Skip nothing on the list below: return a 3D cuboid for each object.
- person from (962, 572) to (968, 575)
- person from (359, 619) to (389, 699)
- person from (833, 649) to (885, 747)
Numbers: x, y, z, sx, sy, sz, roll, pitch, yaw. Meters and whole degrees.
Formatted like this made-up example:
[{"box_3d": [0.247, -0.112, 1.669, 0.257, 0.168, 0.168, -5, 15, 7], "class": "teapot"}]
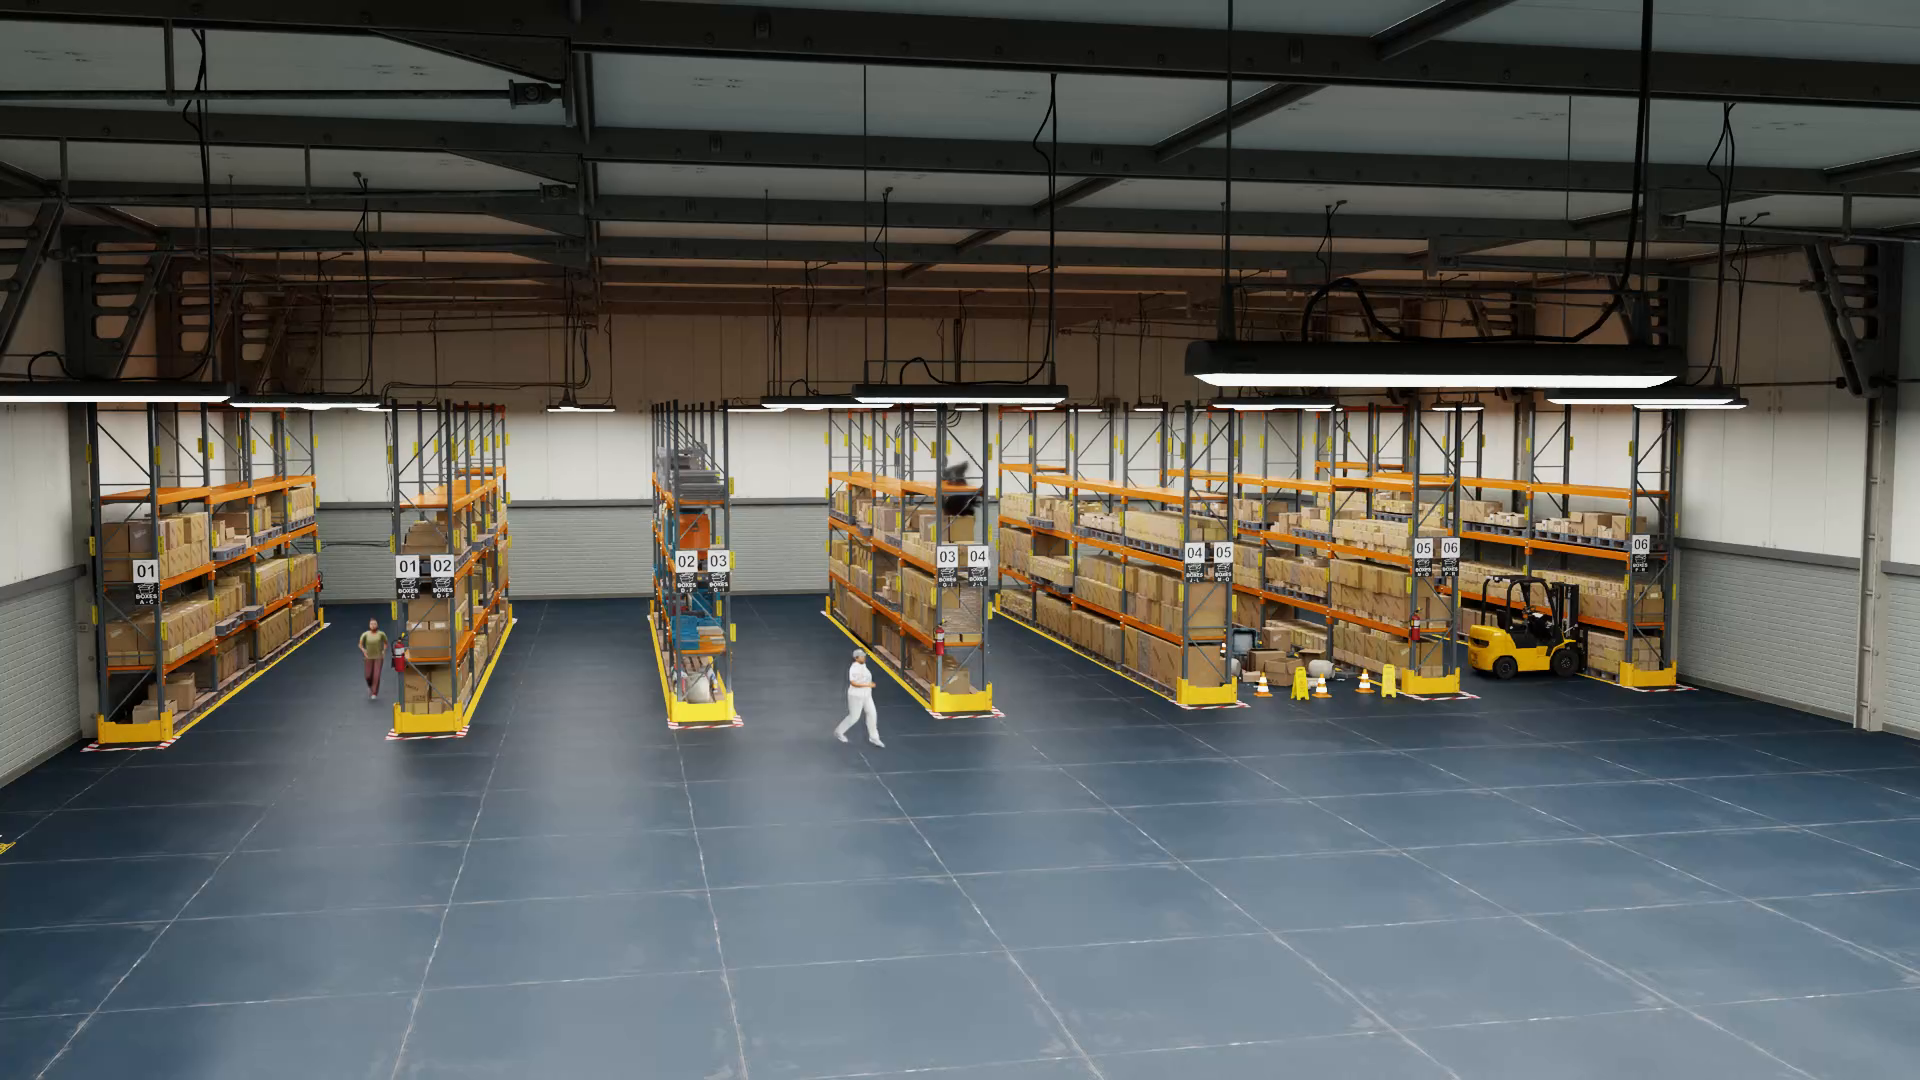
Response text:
[{"box_3d": [-0.093, 1.223, 48.011, 0.721, 1.743, 0.939, 1, 4, 16], "class": "person"}, {"box_3d": [-11.809, 2.383, 33.525, 0.566, 1.624, 0.546, -2, 5, -20], "class": "person"}, {"box_3d": [-1.753, 2.729, 28.754, 0.898, 1.698, 0.614, 2, 5, 20], "class": "person"}]
